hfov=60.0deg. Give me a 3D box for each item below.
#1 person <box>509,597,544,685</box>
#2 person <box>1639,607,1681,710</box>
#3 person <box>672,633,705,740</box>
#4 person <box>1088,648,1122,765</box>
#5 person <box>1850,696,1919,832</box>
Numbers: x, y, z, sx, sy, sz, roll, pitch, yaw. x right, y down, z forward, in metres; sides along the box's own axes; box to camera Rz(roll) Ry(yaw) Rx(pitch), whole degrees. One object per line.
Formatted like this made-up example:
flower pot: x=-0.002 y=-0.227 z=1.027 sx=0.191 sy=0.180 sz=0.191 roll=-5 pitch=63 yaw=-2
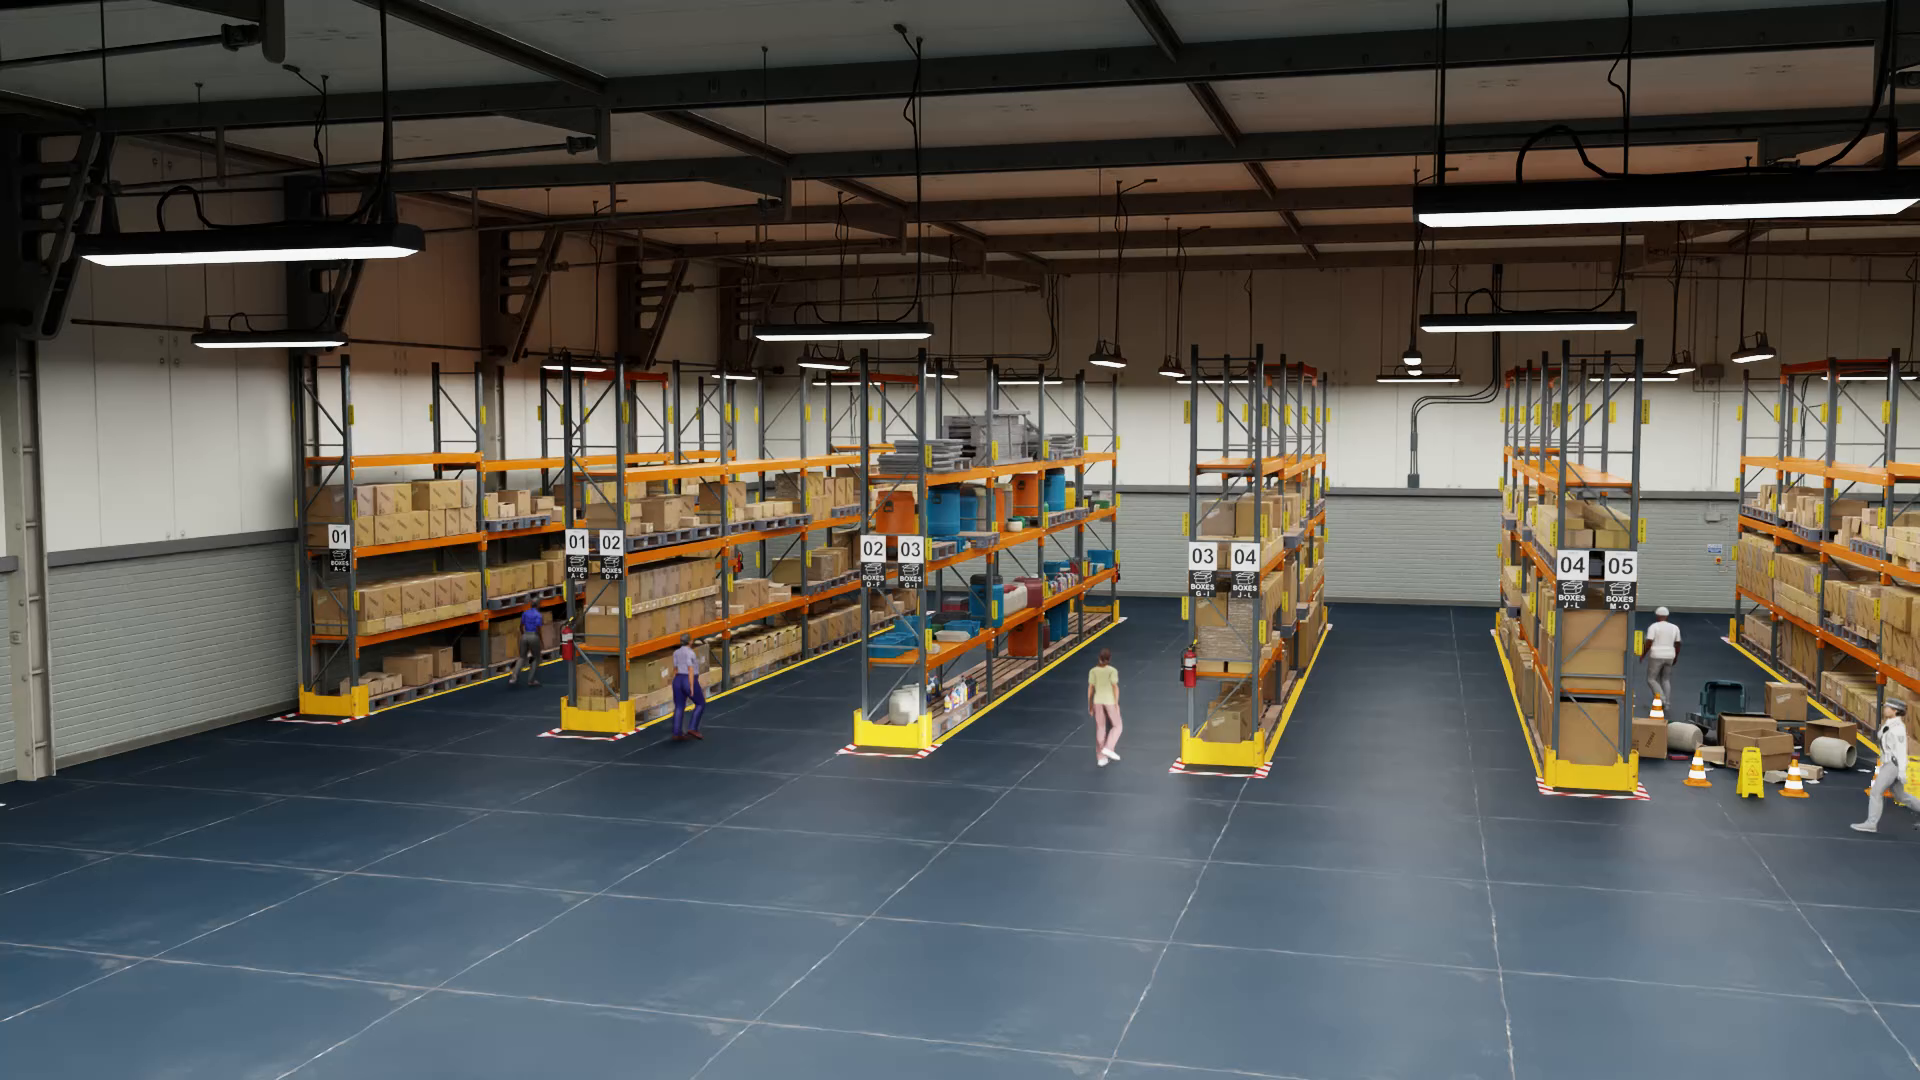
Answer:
person: x=-7.996 y=1.888 z=30.722 sx=0.533 sy=1.633 sz=0.644 roll=1 pitch=5 yaw=18
person: x=11.959 y=2.021 z=28.297 sx=0.649 sy=1.741 sz=0.648 roll=-1 pitch=4 yaw=-7
person: x=-4.243 y=2.273 z=25.651 sx=0.516 sy=1.645 sz=0.523 roll=2 pitch=5 yaw=27
person: x=2.070 y=2.381 z=23.809 sx=0.495 sy=1.661 sz=0.471 roll=2 pitch=5 yaw=24
person: x=11.190 y=2.683 z=19.855 sx=0.970 sy=1.637 sz=0.486 roll=1 pitch=4 yaw=16
